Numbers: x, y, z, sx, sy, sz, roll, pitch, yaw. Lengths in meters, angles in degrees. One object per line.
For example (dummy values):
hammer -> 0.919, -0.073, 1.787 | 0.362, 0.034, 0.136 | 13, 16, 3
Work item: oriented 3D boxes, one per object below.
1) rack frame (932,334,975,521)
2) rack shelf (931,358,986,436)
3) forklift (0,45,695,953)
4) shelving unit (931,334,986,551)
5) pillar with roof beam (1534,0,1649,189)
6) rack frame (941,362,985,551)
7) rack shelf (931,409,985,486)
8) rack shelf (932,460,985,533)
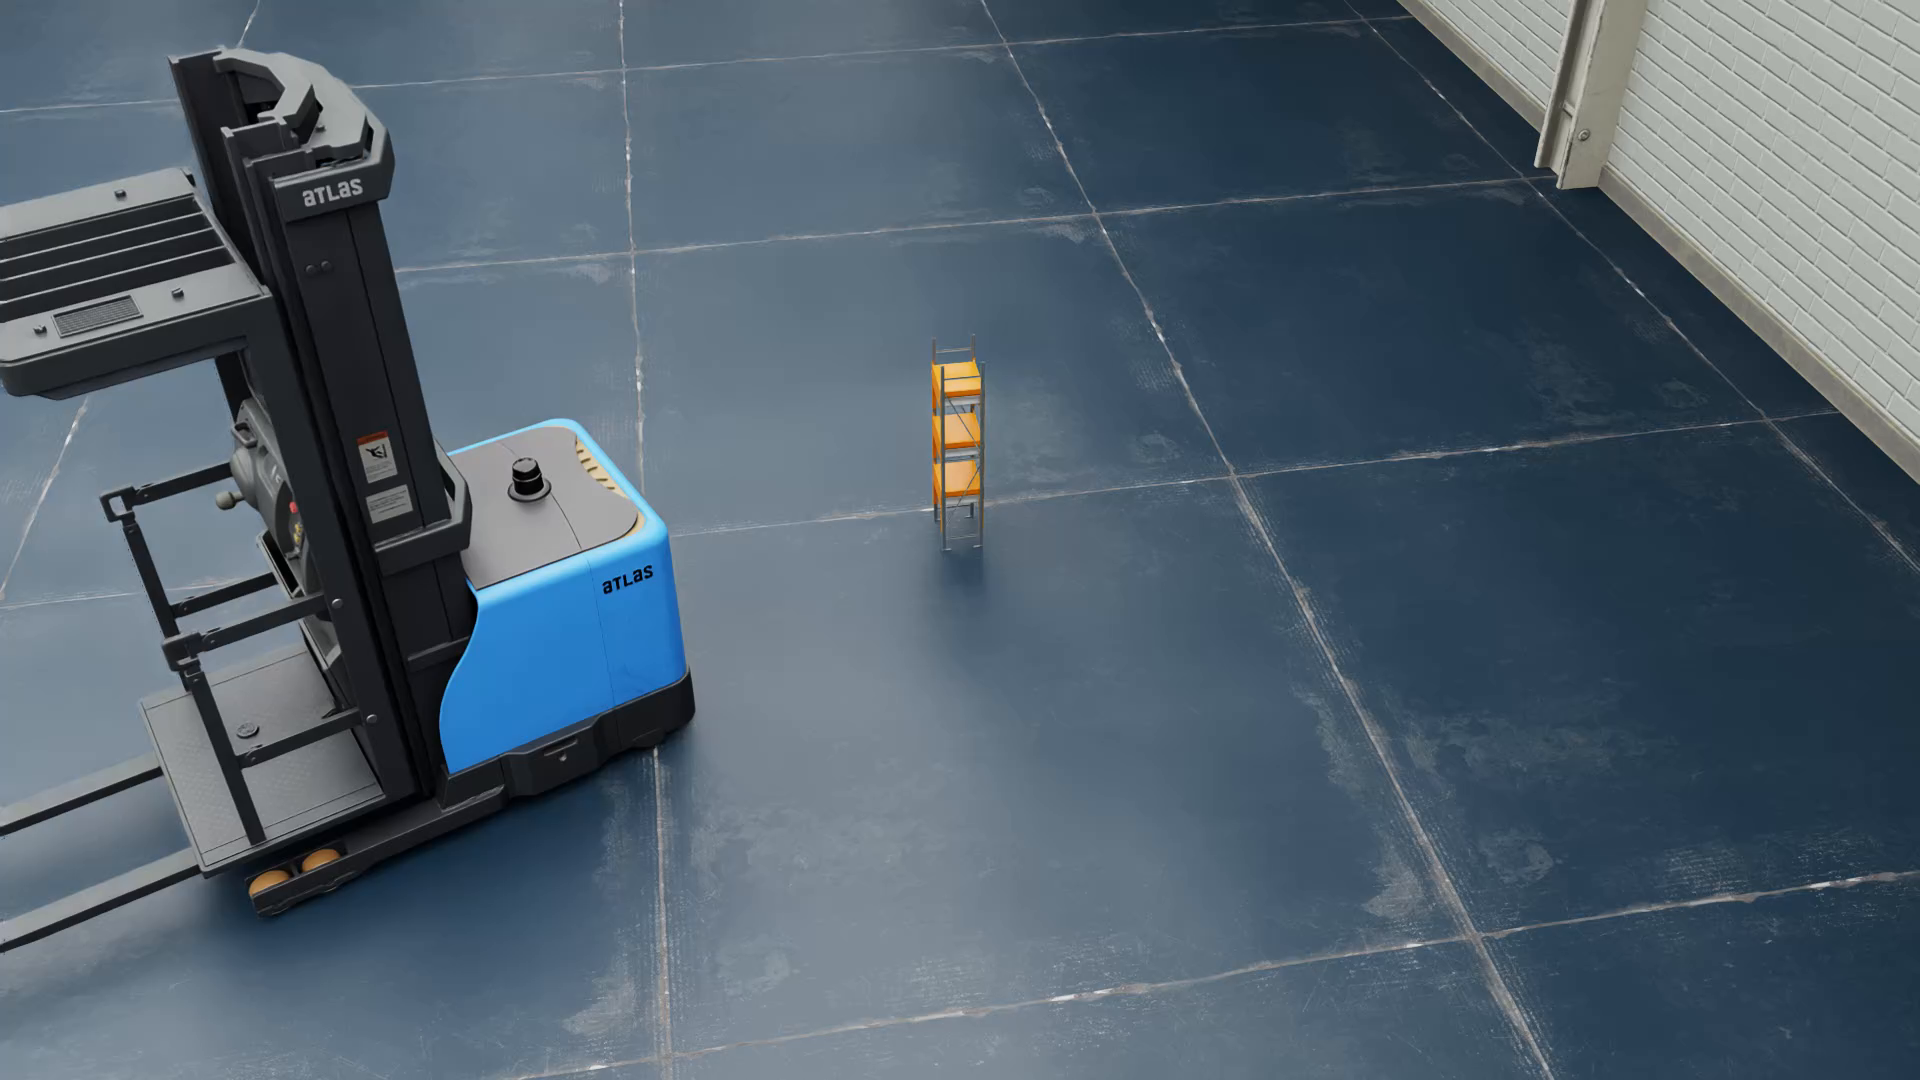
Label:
rack frame -> -0.031, -0.521, 7.964 | 0.200, 1.050, 0.008 | -6, 38, -8
rack shelf -> -0.009, -0.663, 7.702 | 0.215, 0.259, 0.240 | -6, 38, -8
forklift -> -2.642, -0.108, 5.900 | 3.031, 2.935, 1.130 | -22, 43, -26
shelving unit -> -0.009, -0.447, 7.869 | 0.215, 1.050, 0.252 | -6, 38, -8
pillar with roof beam -> -0.088, -5.586, 8.005 | 9.100, 9.000, 0.400 | -6, 38, -8
rack frame -> 0.012, -0.373, 7.775 | 0.200, 1.050, 0.008 | -6, 38, -8
rack shelf -> -0.009, -0.439, 7.876 | 0.215, 0.259, 0.240 | -6, 38, -8
rack shelf -> -0.009, -0.219, 8.046 | 0.215, 0.259, 0.240 | -6, 38, -8
